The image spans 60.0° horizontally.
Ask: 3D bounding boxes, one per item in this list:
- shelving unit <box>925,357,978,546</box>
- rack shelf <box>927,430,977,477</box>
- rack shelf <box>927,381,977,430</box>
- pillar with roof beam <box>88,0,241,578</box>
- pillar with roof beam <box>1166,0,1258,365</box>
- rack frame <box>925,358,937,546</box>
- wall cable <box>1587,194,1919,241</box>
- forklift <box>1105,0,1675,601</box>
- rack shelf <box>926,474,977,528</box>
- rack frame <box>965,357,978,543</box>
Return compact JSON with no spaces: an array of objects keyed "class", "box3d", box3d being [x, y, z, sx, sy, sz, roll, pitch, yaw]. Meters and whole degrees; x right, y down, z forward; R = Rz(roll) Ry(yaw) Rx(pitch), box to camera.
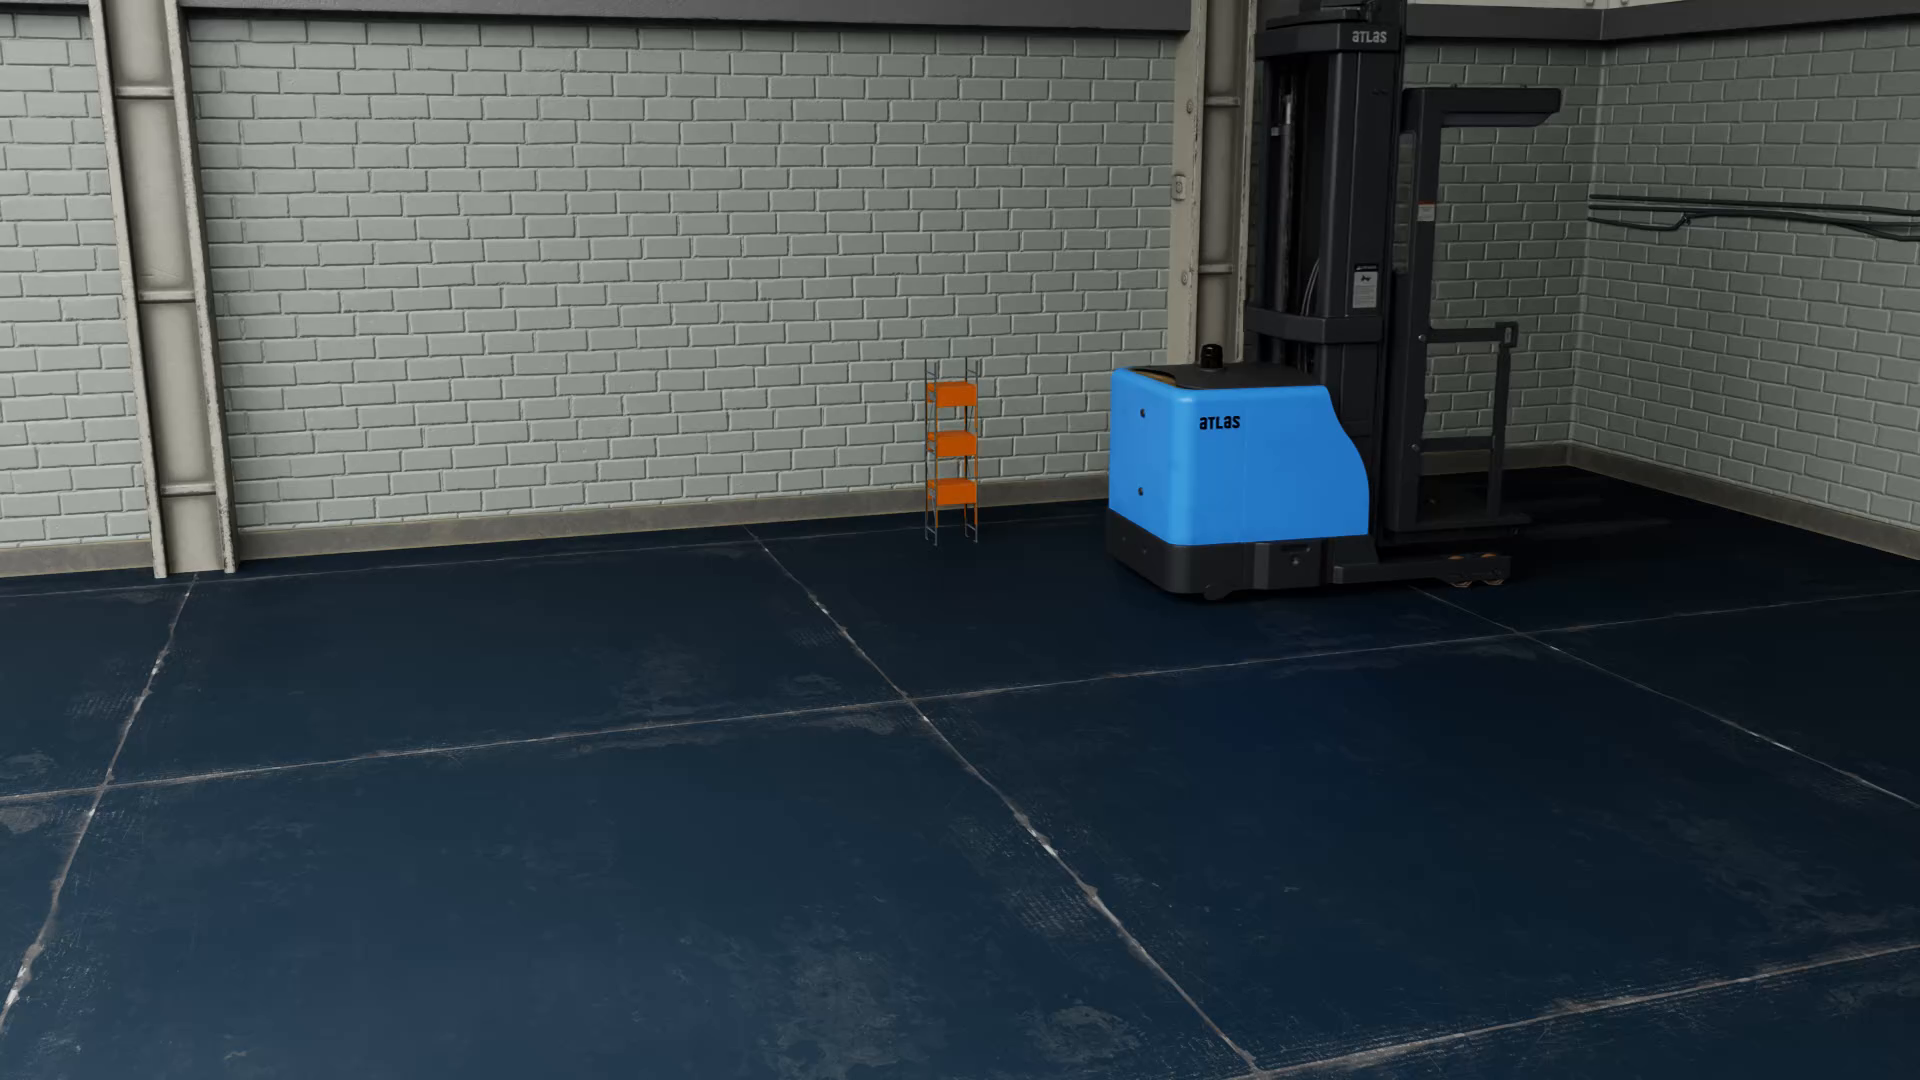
[{"class":"shelving unit","box3d":[-0.051,-0.507,9.505,0.252,1.050,0.215,-4,14,-18]},{"class":"rack shelf","box3d":[-0.051,-0.497,9.507,0.240,0.259,0.215,-4,14,-18]},{"class":"rack shelf","box3d":[-0.051,-0.773,9.441,0.240,0.259,0.215,-4,14,-18]},{"class":"pillar with roof beam","box3d":[-2.745,-3.280,3.985,0.400,9.000,9.100,-4,14,-18]},{"class":"pillar with roof beam","box3d":[2.942,-3.723,5.847,0.400,9.000,9.100,-4,14,-18]},{"class":"rack frame","box3d":[-0.166,-0.498,9.467,0.008,1.050,0.200,-4,14,-18]},{"class":"wall cable","box3d":[4.782,-3.084,9.870,0.112,2.526,3.097,-4,14,-18]},{"class":"forklift","box3d":[2.368,-1.292,8.739,3.031,2.935,1.130,-4,14,-15]},{"class":"rack shelf","box3d":[-0.051,-0.226,9.571,0.240,0.259,0.215,-4,14,-18]},{"class":"rack frame","box3d":[0.065,-0.516,9.543,0.008,1.050,0.200,-4,14,-18]}]
